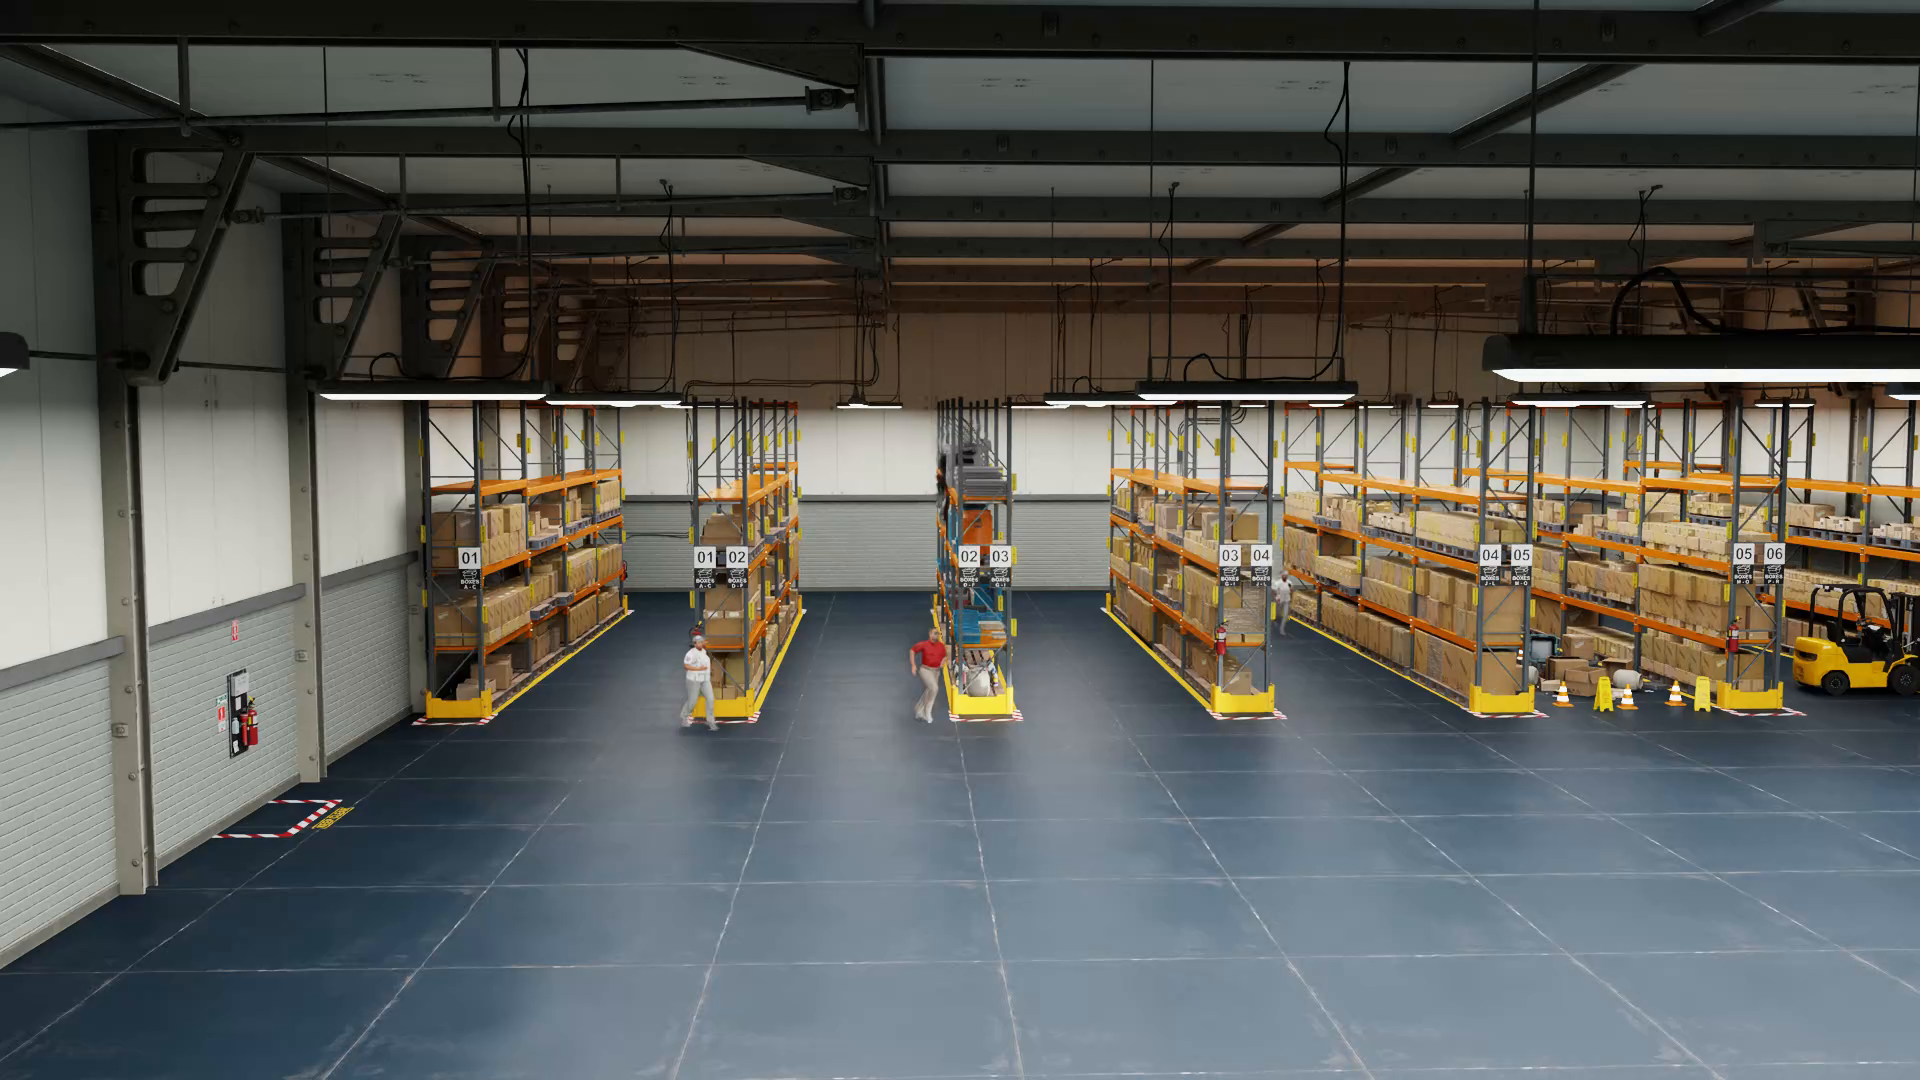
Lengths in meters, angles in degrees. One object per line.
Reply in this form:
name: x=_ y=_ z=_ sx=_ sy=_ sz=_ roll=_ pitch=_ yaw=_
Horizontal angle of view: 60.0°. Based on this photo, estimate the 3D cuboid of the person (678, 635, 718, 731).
person: x=-4.713 y=2.568 z=29.956 sx=0.811 sy=1.698 sz=0.611 roll=4 pitch=6 yaw=39

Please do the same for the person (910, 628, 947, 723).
person: x=-0.525 y=2.492 z=30.856 sx=0.660 sy=1.699 sz=0.686 roll=-3 pitch=6 yaw=-38

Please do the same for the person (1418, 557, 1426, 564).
person: x=13.733 y=1.129 z=49.259 sx=0.874 sy=1.625 sz=0.578 roll=0 pitch=4 yaw=4

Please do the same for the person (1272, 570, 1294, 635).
person: x=8.335 y=1.591 z=42.957 sx=0.598 sy=1.672 sz=0.688 roll=-1 pitch=4 yaw=-10
